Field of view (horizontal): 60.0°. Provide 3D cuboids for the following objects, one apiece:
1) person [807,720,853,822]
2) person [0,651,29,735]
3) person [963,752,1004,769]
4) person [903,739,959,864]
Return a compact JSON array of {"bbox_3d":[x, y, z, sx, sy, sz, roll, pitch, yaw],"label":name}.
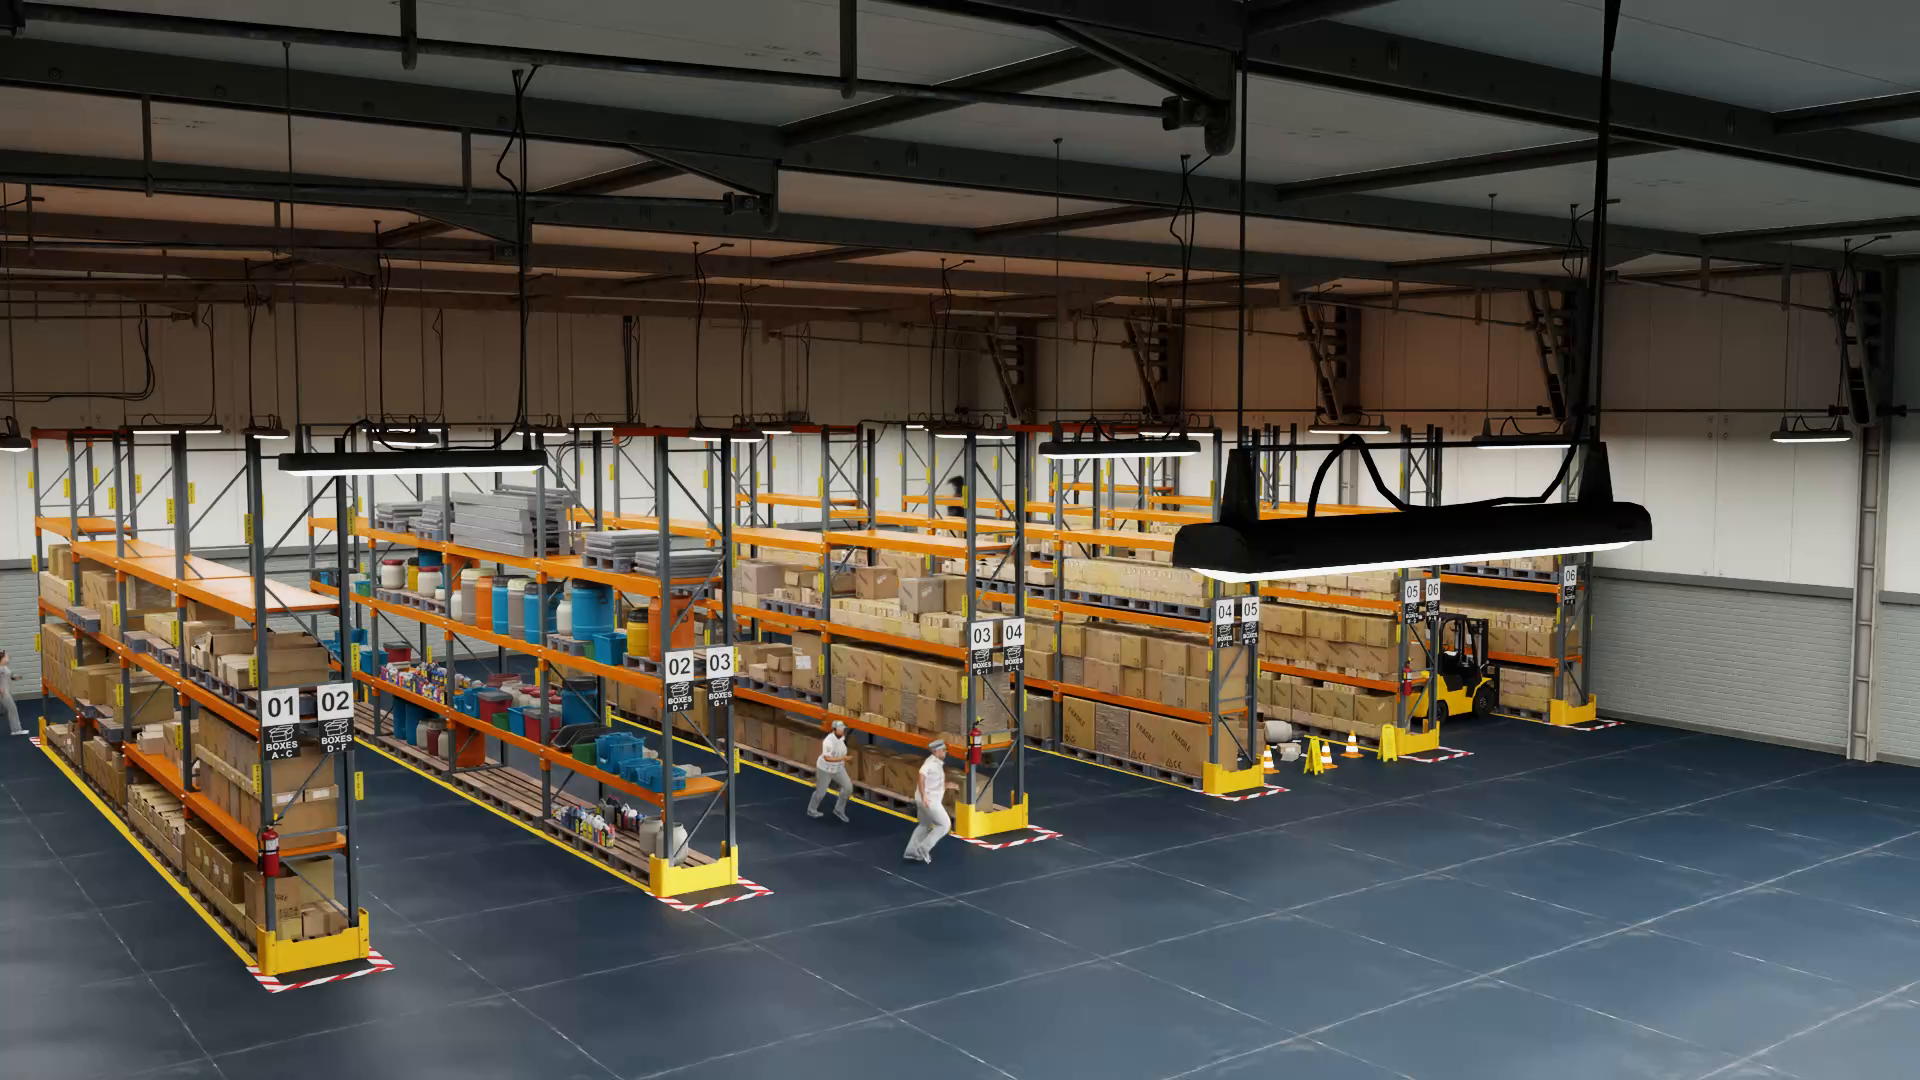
[{"bbox_3d":[-1.966,3.539,25.520,0.929,1.619,0.602,4,6,41],"label":"person"},{"bbox_3d":[-18.517,2.967,32.085,0.907,1.649,0.565,-3,5,-29],"label":"person"},{"bbox_3d":[0.256,3.124,29.154,1.052,1.739,0.712,3,5,29],"label":"person"},{"bbox_3d":[-0.398,3.658,23.257,0.793,1.766,0.652,-1,5,-7],"label":"person"}]
